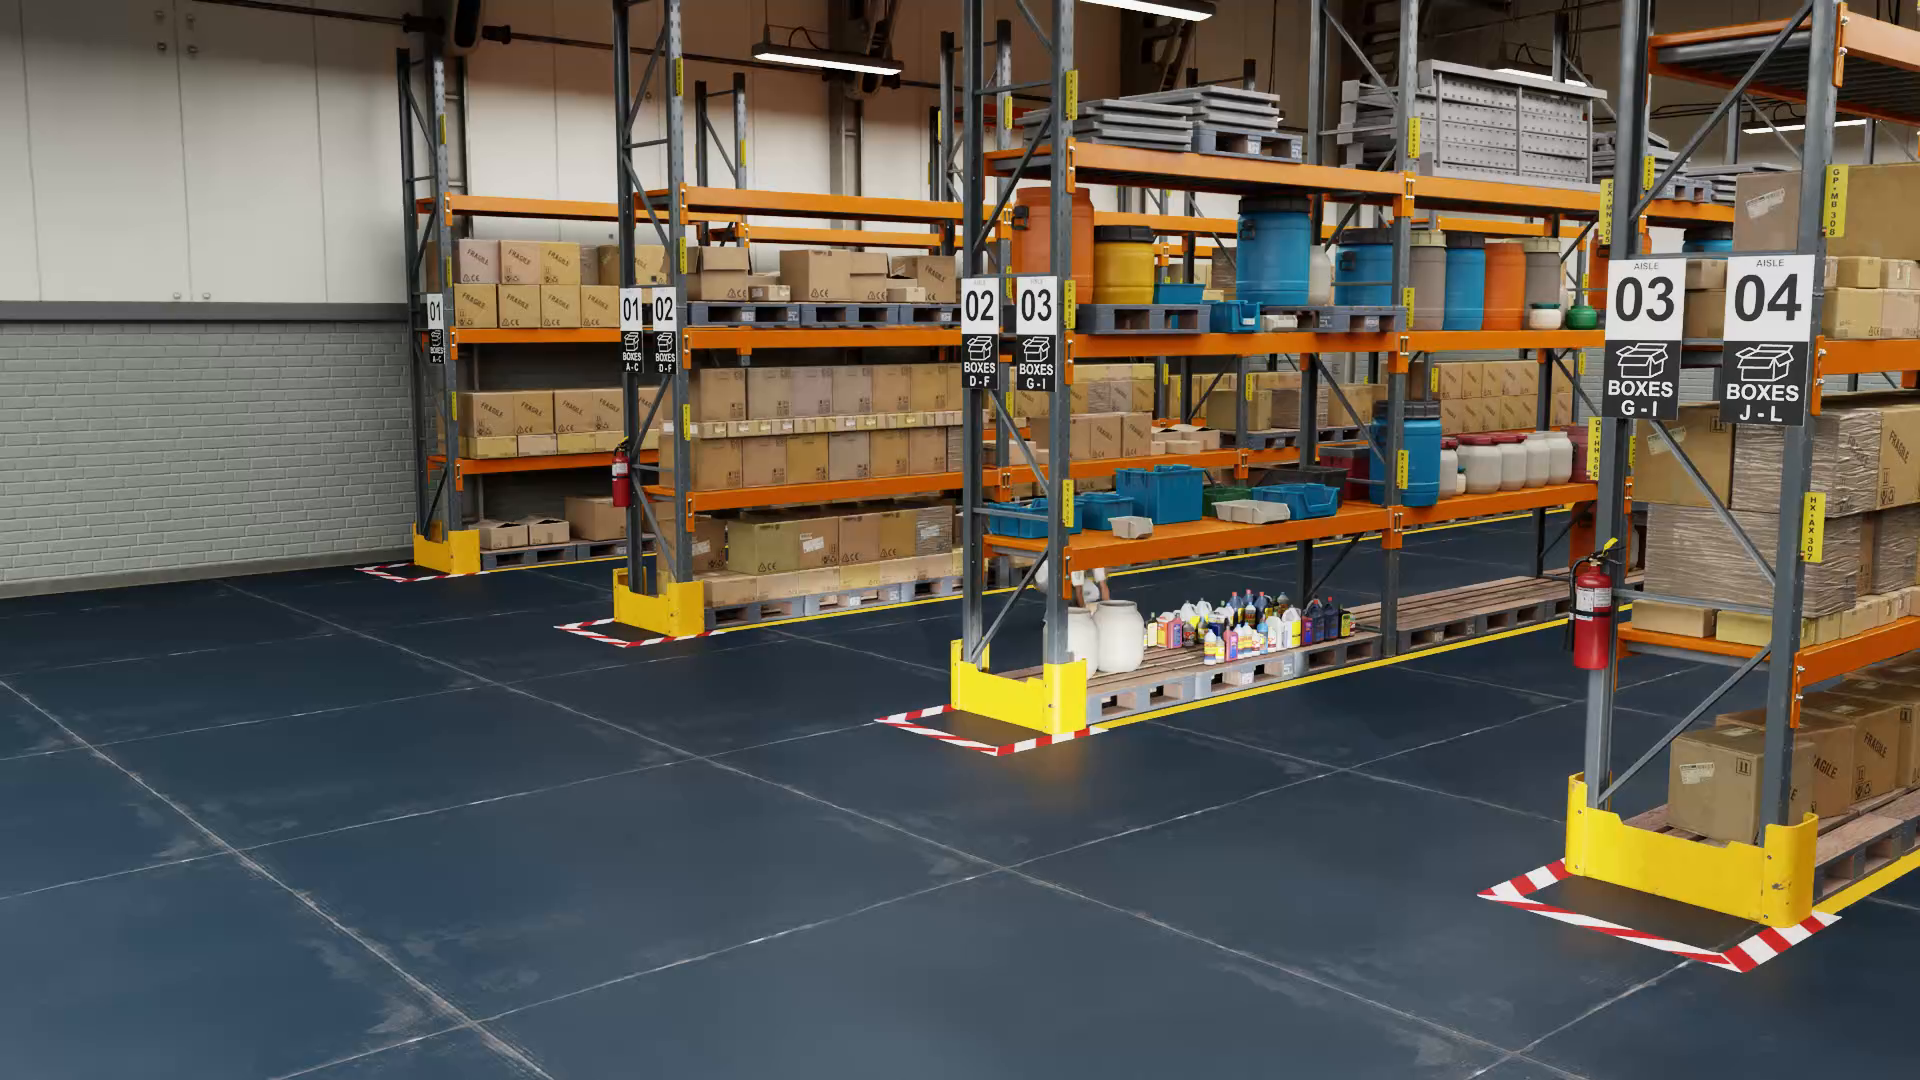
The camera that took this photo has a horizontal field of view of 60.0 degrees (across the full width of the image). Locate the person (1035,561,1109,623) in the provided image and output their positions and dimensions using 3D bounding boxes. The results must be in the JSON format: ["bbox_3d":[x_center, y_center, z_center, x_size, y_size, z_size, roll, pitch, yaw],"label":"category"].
[{"bbox_3d":[1.111,0.397,15.876,0.479,0.863,0.868,-7,10,-41],"label":"person"}]
